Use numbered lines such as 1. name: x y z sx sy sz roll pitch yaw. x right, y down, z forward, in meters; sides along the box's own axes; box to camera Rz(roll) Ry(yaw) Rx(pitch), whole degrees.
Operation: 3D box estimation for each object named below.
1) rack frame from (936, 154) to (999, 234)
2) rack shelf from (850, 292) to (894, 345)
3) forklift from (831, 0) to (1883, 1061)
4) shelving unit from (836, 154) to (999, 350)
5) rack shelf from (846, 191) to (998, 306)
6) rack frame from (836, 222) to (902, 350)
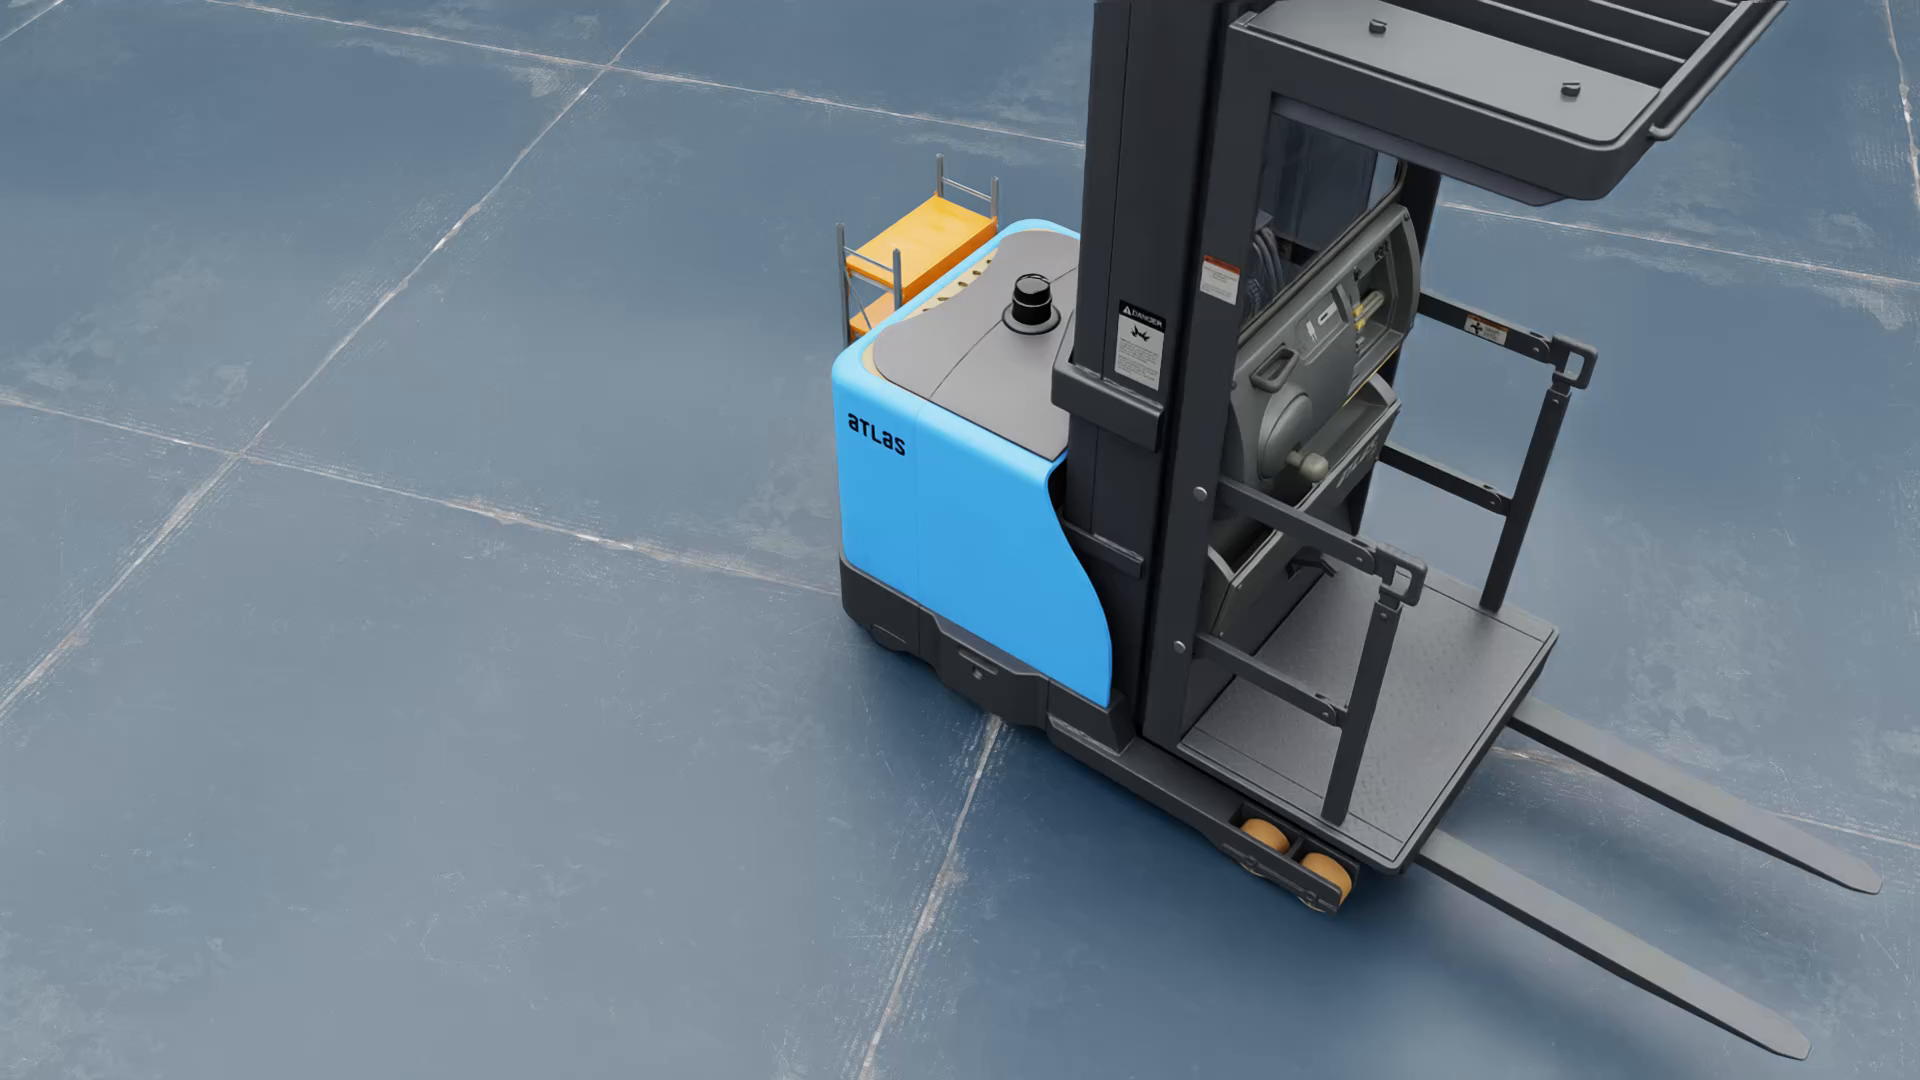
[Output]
1. rack frame: 0.023 -0.746 5.654 0.240 1.200 0.015 28 51 26
2. rack shelf: -0.126 -0.722 5.406 0.258 0.148 0.480 28 51 26
3. forklift: 1.093 -0.429 4.093 3.031 2.935 1.130 28 51 26
4. shelving unit: -0.126 -0.610 5.516 0.258 1.200 0.503 28 51 26
5. rack shelf: -0.126 -0.891 5.241 0.258 0.148 0.480 28 51 26
6. rack frame: -0.274 -0.475 5.377 0.240 1.200 0.015 28 51 26
